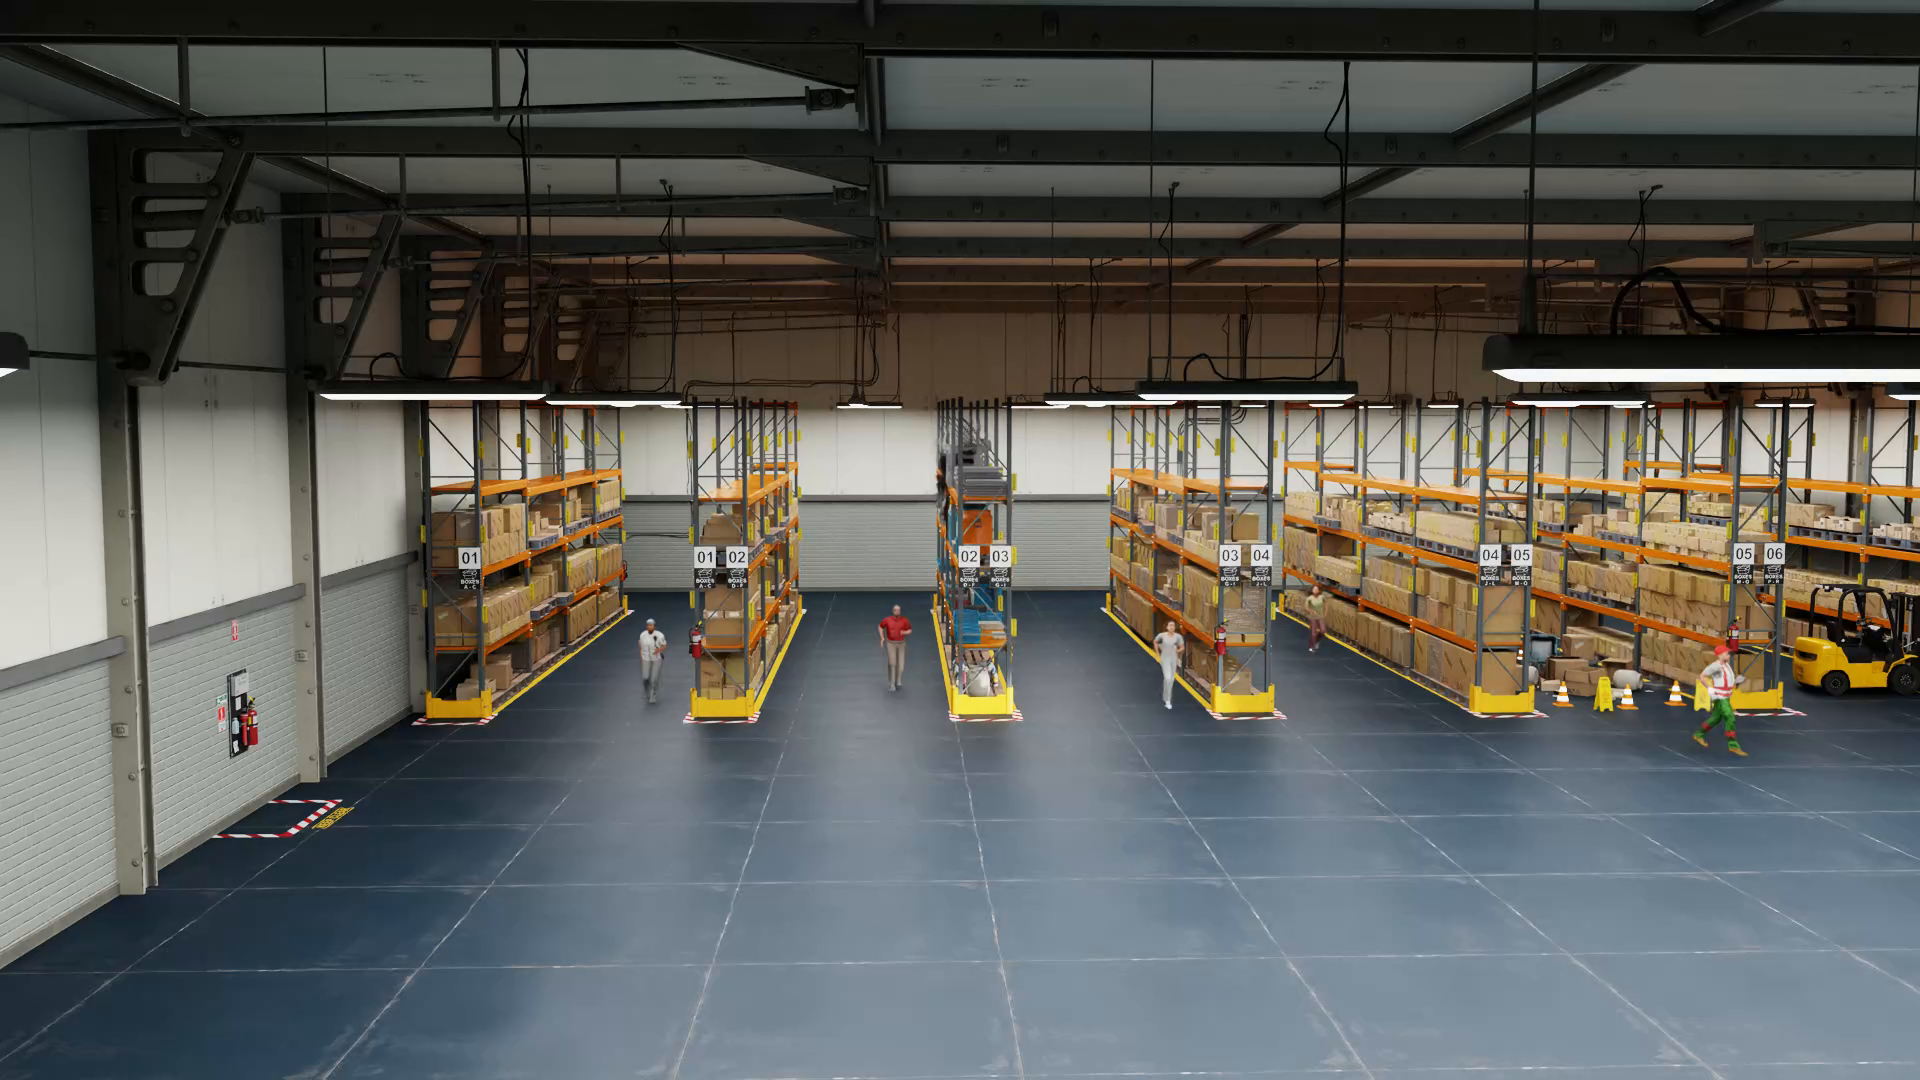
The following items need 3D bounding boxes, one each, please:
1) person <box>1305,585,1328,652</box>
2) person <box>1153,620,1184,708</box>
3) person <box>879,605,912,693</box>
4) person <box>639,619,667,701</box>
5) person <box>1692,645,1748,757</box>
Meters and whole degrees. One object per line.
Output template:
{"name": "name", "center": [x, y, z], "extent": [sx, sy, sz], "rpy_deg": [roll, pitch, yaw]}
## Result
{"name": "person", "center": [8.438, 1.870, 39.336], "extent": [0.597, 1.616, 0.704], "rpy_deg": [0, 4, -1]}
{"name": "person", "center": [4.075, 2.397, 32.361], "extent": [0.548, 1.722, 0.741], "rpy_deg": [-1, 4, -9]}
{"name": "person", "center": [-1.310, 2.233, 34.196], "extent": [0.638, 1.803, 0.787], "rpy_deg": [-1, 5, -13]}
{"name": "person", "center": [-6.073, 2.375, 32.753], "extent": [0.588, 1.634, 0.567], "rpy_deg": [0, 4, 1]}
{"name": "person", "center": [12.729, 2.656, 27.795], "extent": [0.940, 1.804, 0.656], "rpy_deg": [4, 6, 41]}
